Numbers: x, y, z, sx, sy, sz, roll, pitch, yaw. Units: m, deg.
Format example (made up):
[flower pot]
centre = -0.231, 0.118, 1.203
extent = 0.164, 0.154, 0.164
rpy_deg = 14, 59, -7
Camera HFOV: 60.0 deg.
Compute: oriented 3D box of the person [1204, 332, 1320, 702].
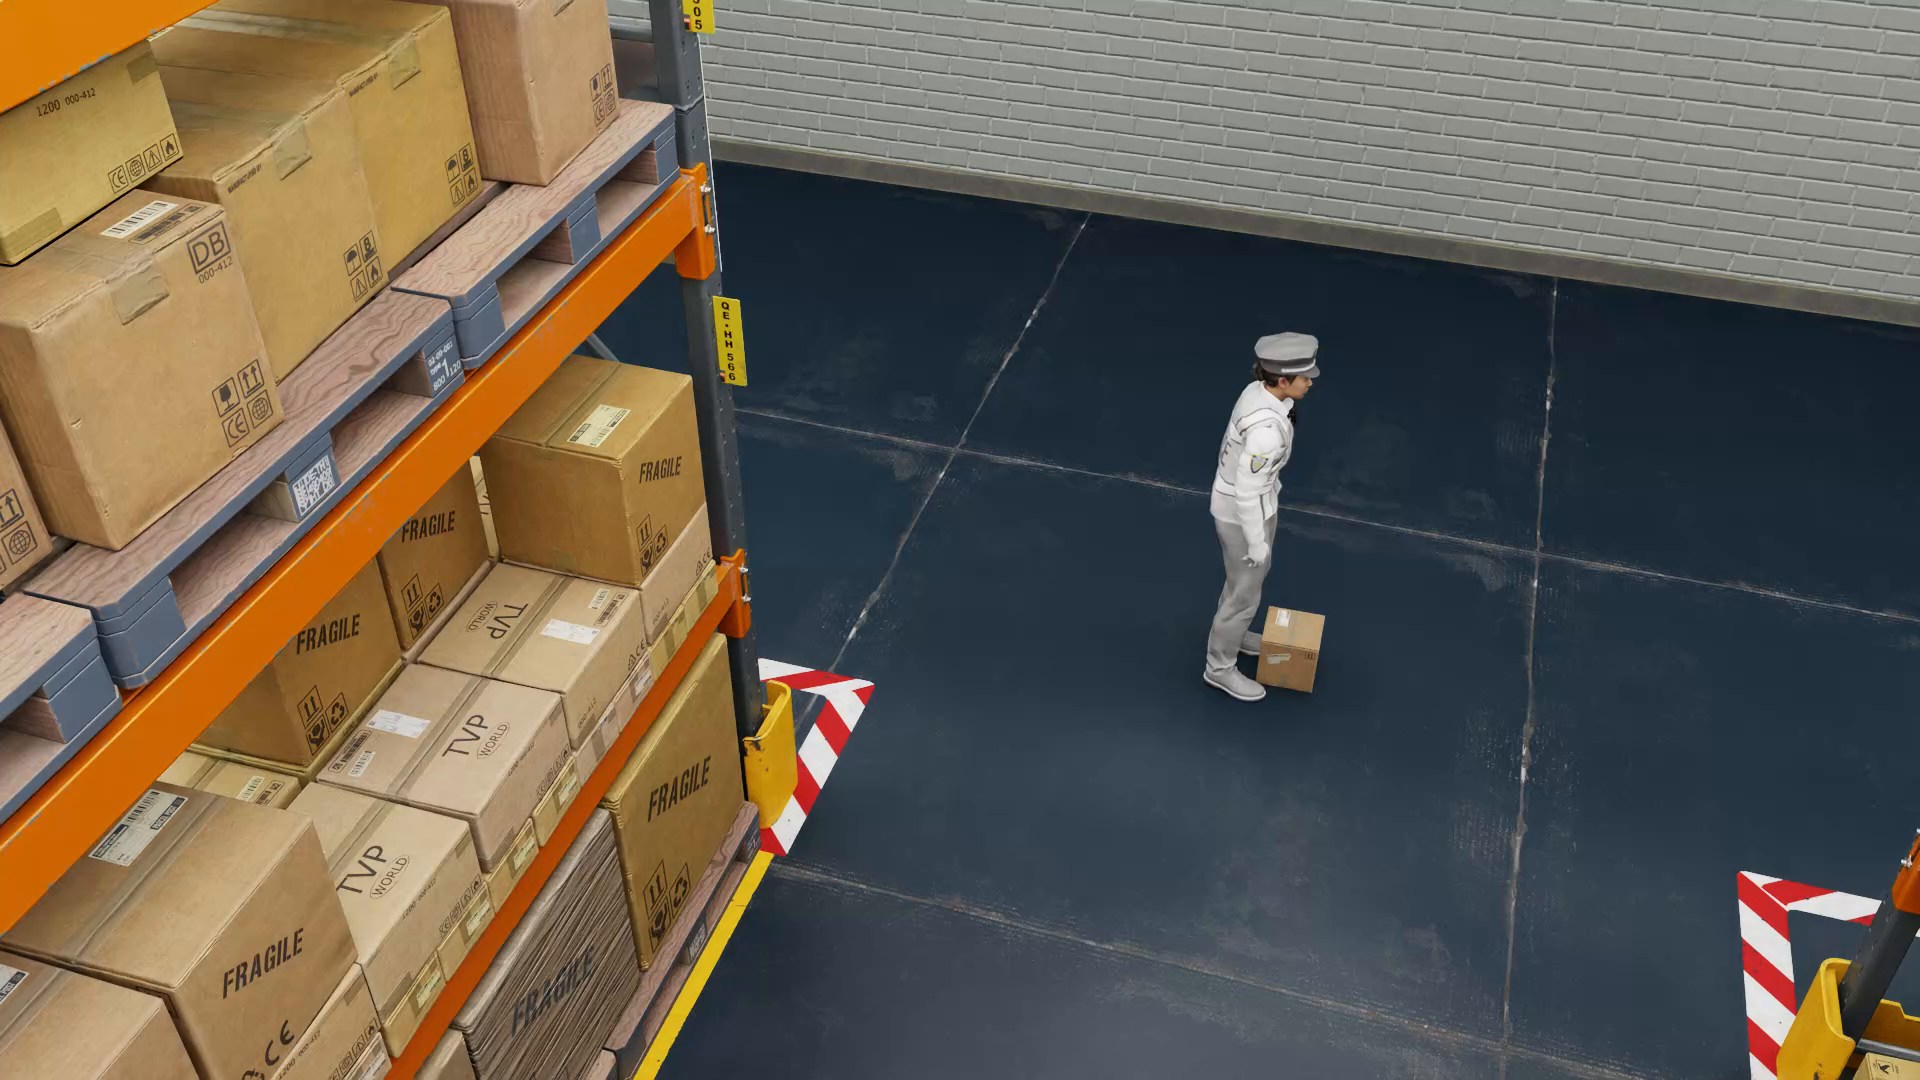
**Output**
[person]
centre = 1.244, -0.121, 7.043
extent = 0.369, 1.667, 0.547
rpy_deg = 9, 38, 11
